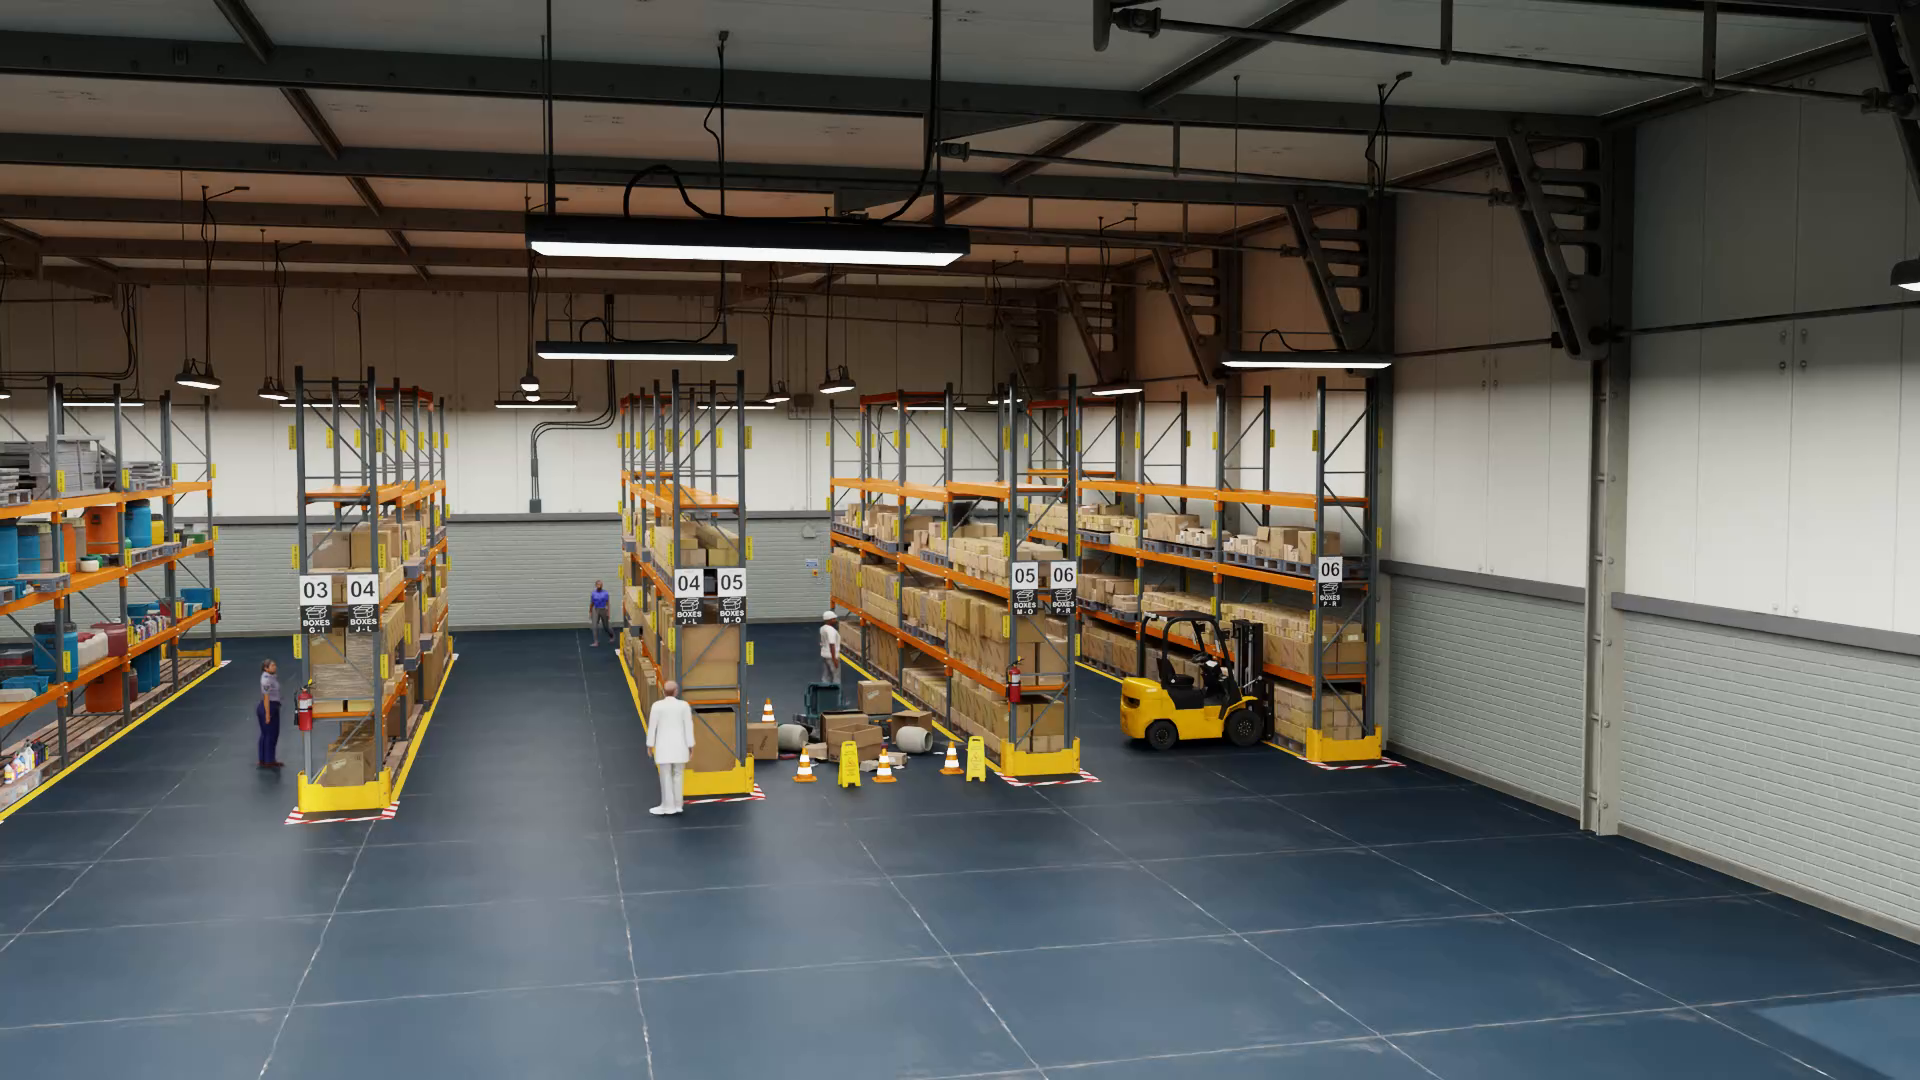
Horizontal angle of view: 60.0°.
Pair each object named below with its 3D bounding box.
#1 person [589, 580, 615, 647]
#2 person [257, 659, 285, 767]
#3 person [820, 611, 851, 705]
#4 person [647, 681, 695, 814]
[{"bbox_3d":[-8.746,1.771,40.457,0.515,1.614,0.845,1,3,10],"label":"person"},{"bbox_3d":[-10.586,2.645,25.532,0.366,1.650,0.517,-2,4,-32],"label":"person"},{"bbox_3d":[-2.387,2.234,31.580,0.519,1.783,0.599,-2,4,-27],"label":"person"},{"bbox_3d":[-3.885,2.782,22.337,0.640,1.801,0.454,-1,3,-12],"label":"person"}]
